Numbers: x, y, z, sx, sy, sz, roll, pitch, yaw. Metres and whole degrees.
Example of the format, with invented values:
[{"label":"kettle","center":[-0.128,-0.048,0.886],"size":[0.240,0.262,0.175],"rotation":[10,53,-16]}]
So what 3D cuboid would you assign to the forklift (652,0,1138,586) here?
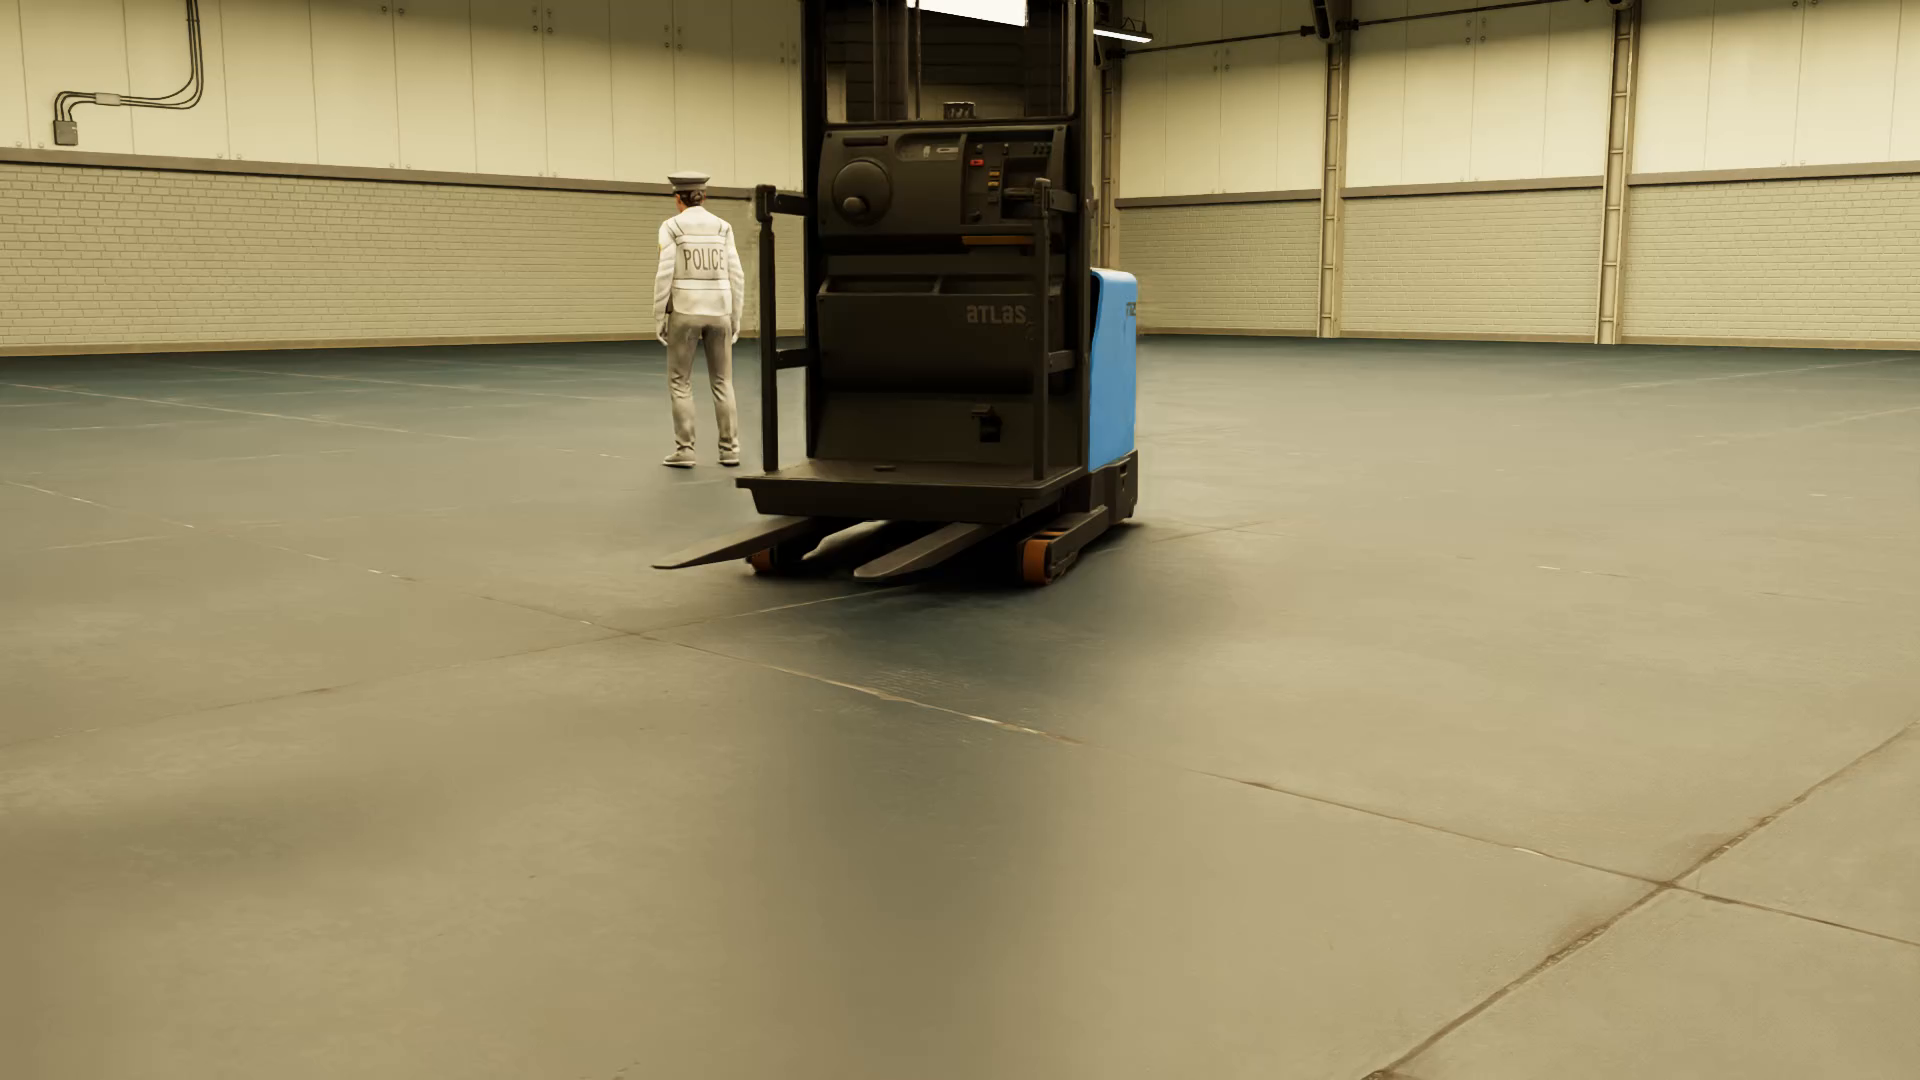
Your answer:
[{"label":"forklift","center":[-0.128,-1.356,5.881],"size":[1.130,2.935,3.031],"rotation":[3,9,16]}]

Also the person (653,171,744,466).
[{"label":"person","center":[-1.486,-1.247,9.433],"size":[0.530,1.664,0.371],"rotation":[-4,10,-27]}]
